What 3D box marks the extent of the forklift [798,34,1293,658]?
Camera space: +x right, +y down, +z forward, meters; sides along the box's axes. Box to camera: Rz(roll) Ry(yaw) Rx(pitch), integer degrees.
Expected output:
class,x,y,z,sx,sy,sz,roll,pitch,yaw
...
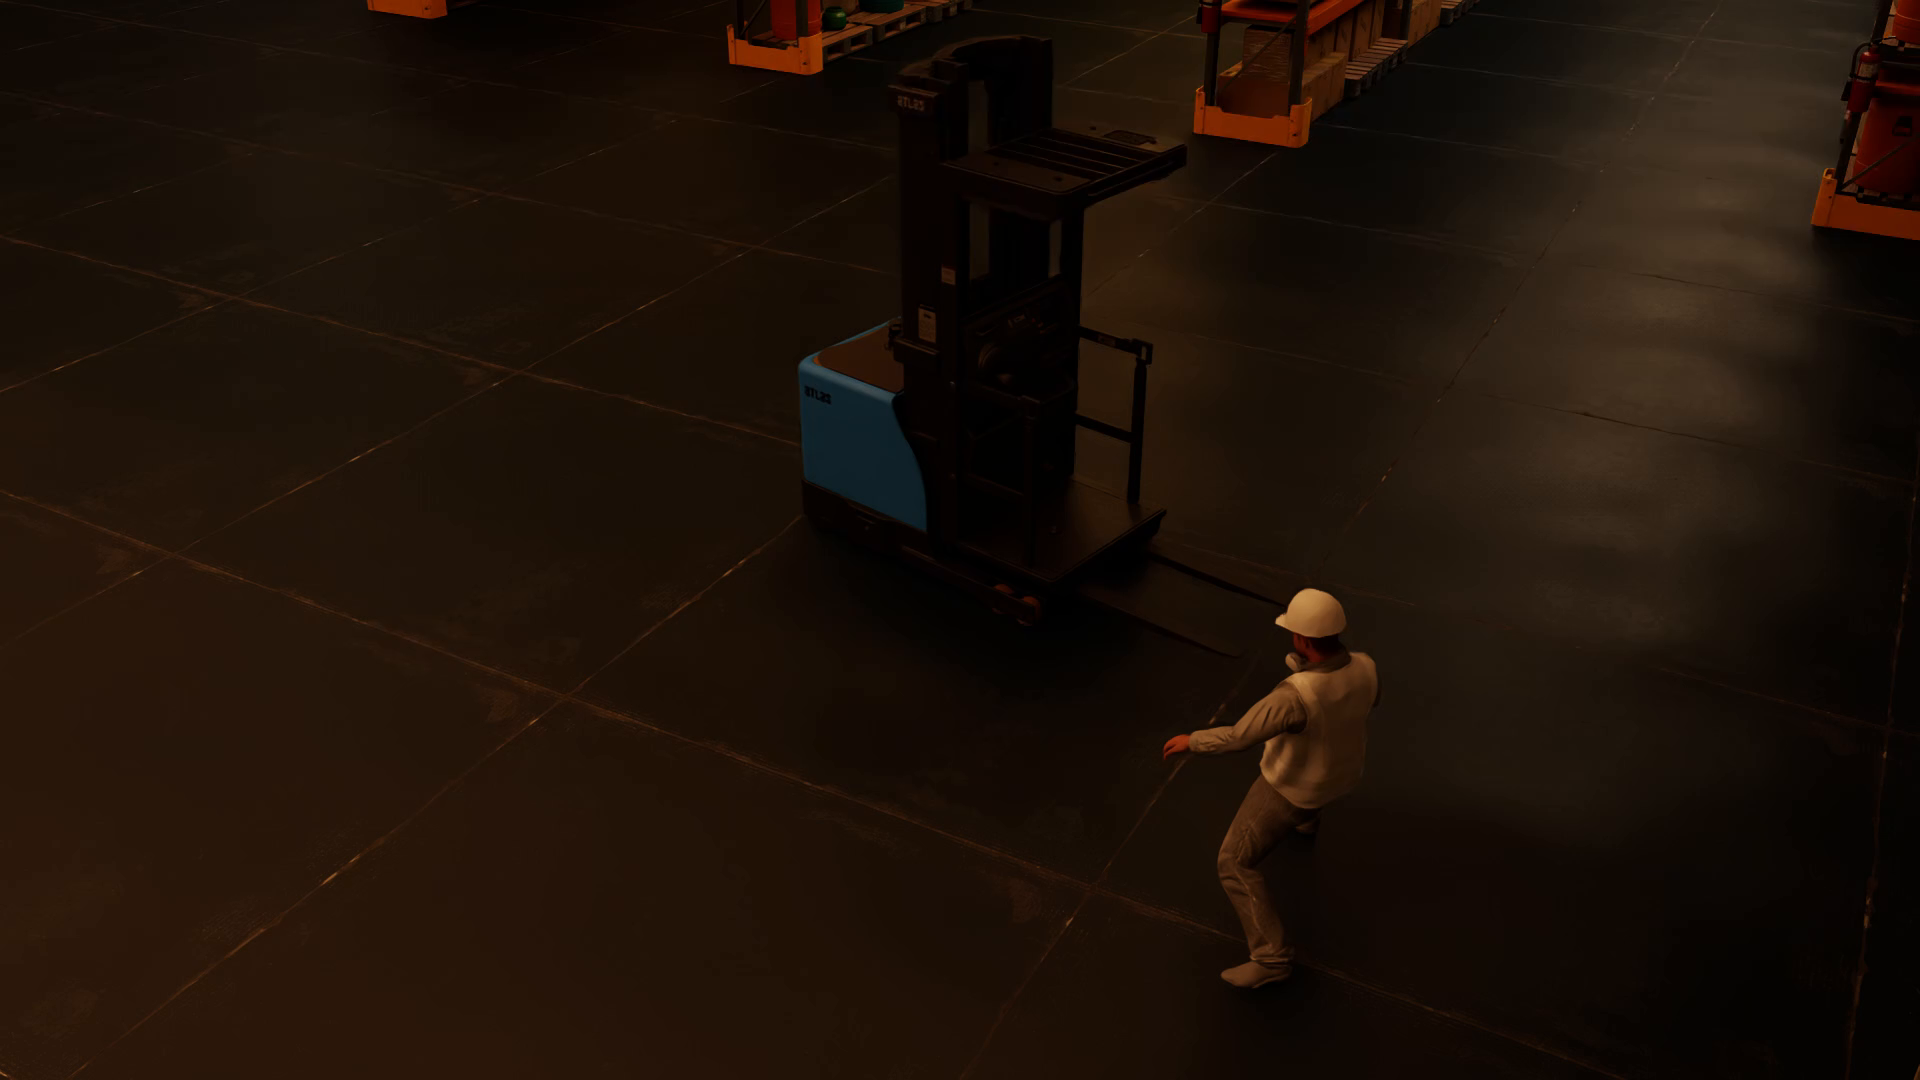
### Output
class,x,y,z,sx,sy,sz,roll,pitch,yaw
forklift,0.486,-1.091,8.962,3.031,2.935,1.130,23,37,34

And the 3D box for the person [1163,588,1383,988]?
class,x,y,z,sx,sy,sz,roll,pitch,yaw
person,1.344,0.886,6.915,0.999,1.627,0.912,-18,35,-28
